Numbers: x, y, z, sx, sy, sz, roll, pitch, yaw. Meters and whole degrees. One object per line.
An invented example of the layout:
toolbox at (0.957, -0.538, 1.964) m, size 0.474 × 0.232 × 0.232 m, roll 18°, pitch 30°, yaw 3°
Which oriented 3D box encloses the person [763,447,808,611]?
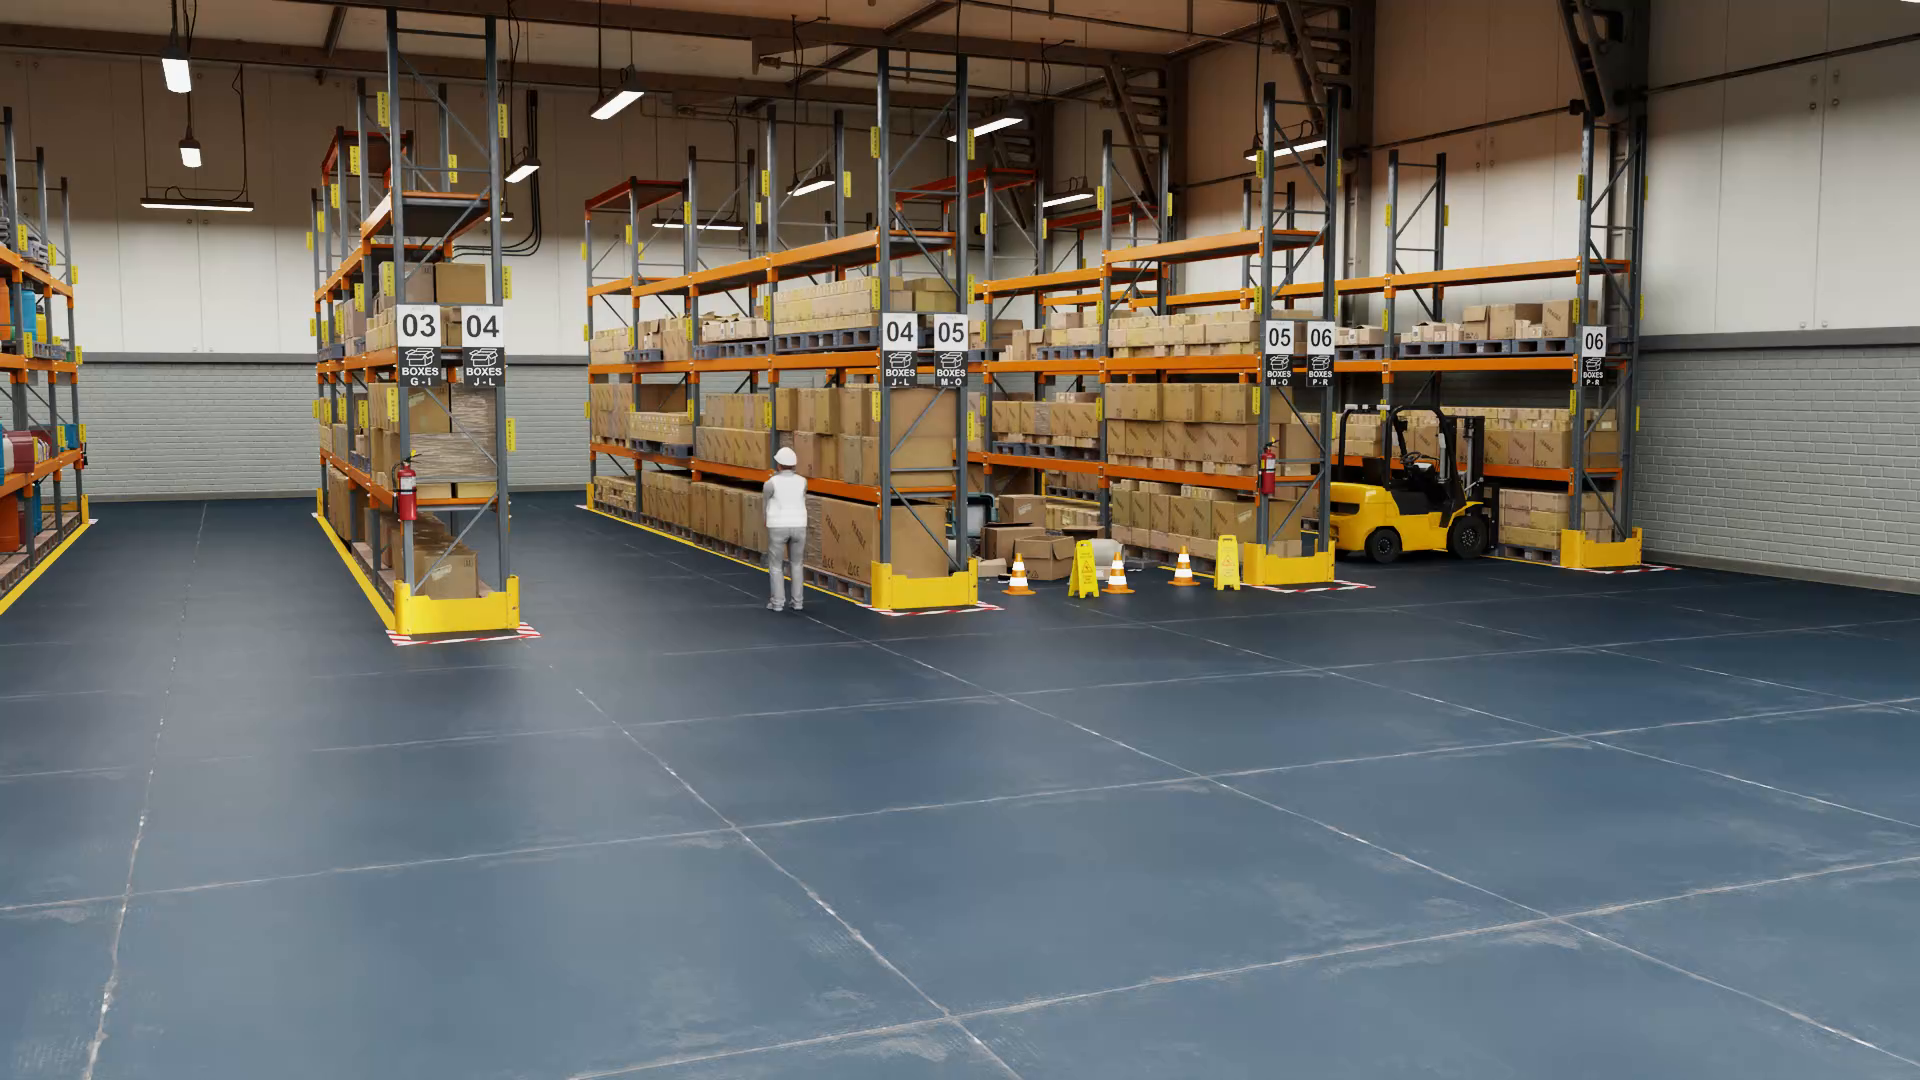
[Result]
person at (-1.920, -0.128, 18.026) m, size 0.494 × 1.762 × 0.553 m, roll -2°, pitch 6°, yaw -23°
